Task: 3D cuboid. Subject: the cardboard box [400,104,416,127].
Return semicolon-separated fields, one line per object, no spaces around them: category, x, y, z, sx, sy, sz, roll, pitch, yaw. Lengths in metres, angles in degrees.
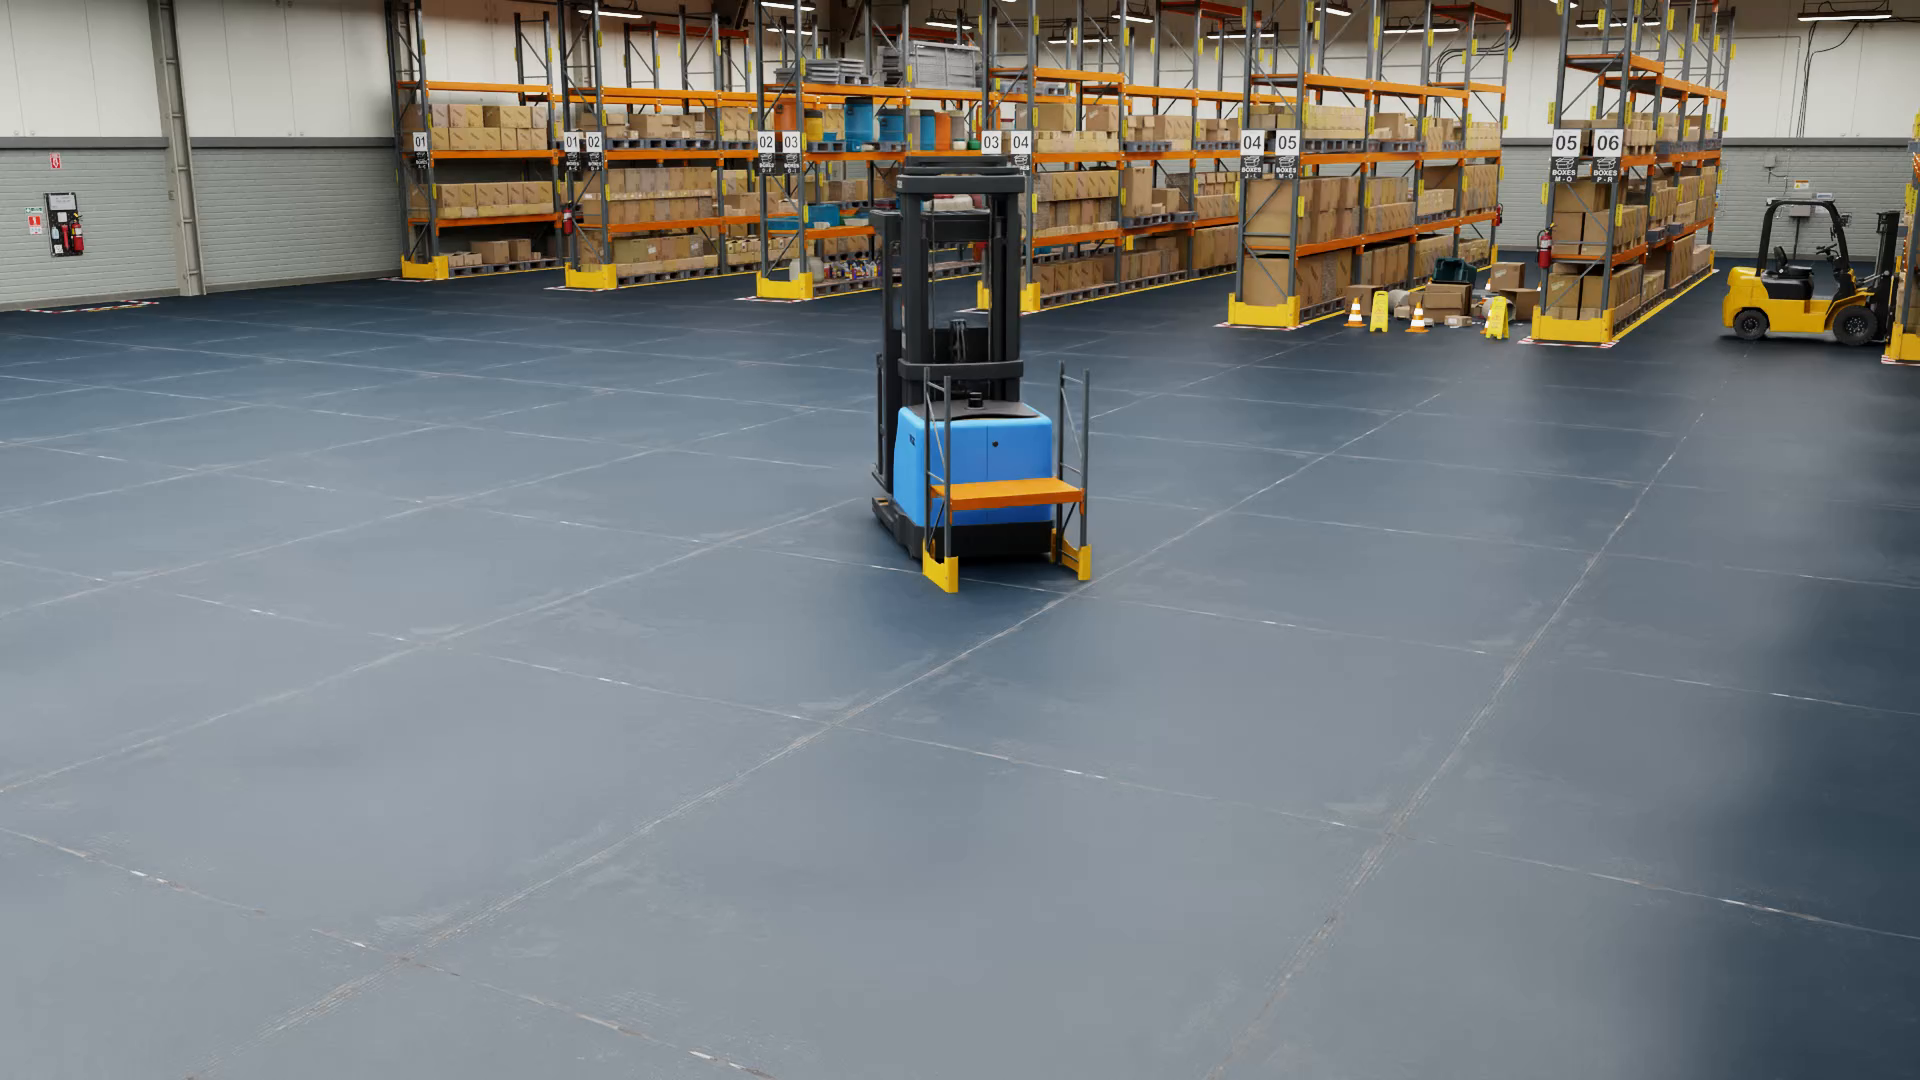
cardboard box;-12.168;-9.508;37.283;0.500;0.500;0.500;8;16;31

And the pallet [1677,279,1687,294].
pallet;14.441;-5.269;34.440;1.003;0.211;1.213;7;15;28

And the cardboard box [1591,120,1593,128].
cardboard box;9.706;-6.511;26.073;0.380;0.149;0.250;7;15;27

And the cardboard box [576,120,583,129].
cardboard box;-9.284;-10.275;41.745;0.500;0.500;0.500;7;15;26

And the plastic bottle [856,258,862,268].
plastic bottle;-2.169;-5.877;35.723;0.144;0.351;0.185;7;15;28

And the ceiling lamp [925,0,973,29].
ceiling lamp;-0.048;-14.565;41.793;0.800;3.185;2.000;7;15;28

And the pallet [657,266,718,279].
pallet;-6.297;-6.134;38.025;1.003;0.211;1.213;7;15;28

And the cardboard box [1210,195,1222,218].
cardboard box;5.693;-7.674;38.252;0.500;0.500;0.500;7;15;27

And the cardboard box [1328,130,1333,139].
cardboard box;6.210;-7.003;28.707;0.380;0.149;0.250;7;15;28

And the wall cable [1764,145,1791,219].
wall cable;21.223;-9.359;43.285;0.588;1.984;0.122;7;15;28

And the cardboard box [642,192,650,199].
cardboard box;-6.934;-7.459;35.975;0.380;0.149;0.250;7;15;26

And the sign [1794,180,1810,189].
sign;21.796;-9.205;43.055;0.339;0.242;0.001;7;15;28

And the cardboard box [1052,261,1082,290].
cardboard box;2.064;-5.181;32.562;0.500;0.500;0.500;6;15;23

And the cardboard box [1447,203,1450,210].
cardboard box;10.811;-7.508;37.415;0.380;0.149;0.250;7;15;28

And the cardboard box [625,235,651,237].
cardboard box;-7.097;-6.512;37.015;0.500;0.500;0.500;7;15;28

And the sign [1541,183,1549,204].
sign;9.059;-5.365;25.740;0.100;0.325;0.005;7;15;28

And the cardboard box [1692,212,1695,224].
cardboard box;15.340;-6.849;35.365;0.500;0.250;0.500;7;15;27

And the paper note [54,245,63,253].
paper note;-16.841;-5.439;31.072;0.016;0.148;0.142;7;15;28

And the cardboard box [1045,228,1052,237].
cardboard box;1.479;-5.712;30.862;0.380;0.149;0.250;7;15;28

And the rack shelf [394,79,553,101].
rack shelf;-11.181;-10.363;38.360;1.077;0.370;4.000;7;15;28

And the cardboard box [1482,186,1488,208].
cardboard box;12.406;-8.265;40.070;0.500;0.500;0.500;7;15;28

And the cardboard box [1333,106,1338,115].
cardboard box;6.332;-7.443;28.832;0.380;0.149;0.250;8;16;29

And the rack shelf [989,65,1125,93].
rack shelf;1.827;-8.679;31.376;1.077;0.370;4.000;7;15;28

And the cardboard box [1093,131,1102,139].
cardboard box;2.524;-7.839;32.218;0.380;0.149;0.250;7;15;26

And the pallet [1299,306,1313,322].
pallet;5.472;-3.938;28.919;1.003;0.211;1.213;7;15;28

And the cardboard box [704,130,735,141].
cardboard box;-5.570;-9.362;38.492;0.500;0.250;0.500;9;16;34

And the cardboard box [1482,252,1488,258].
cardboard box;12.781;-7.026;40.964;0.380;0.149;0.250;8;16;30

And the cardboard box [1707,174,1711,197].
cardboard box;16.532;-7.958;37.295;0.500;0.500;0.500;7;15;28

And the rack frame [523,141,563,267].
rack frame;-10.214;-8.208;40.680;1.000;3.000;0.127;7;15;28

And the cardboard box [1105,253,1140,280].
cardboard box;3.357;-5.742;34.847;0.700;0.500;0.500;7;15;28

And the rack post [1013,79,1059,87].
rack post;1.891;-11.437;41.436;0.937;0.300;0.954;7;15;27

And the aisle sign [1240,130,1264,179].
aisle sign;4.857;-6.404;27.651;0.394;0.787;0.004;7;15;28

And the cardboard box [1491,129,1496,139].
cardboard box;12.642;-9.804;40.152;0.500;0.250;0.500;7;15;27

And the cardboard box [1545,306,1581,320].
cardboard box;9.702;-3.650;26.743;0.500;0.250;0.500;7;15;28

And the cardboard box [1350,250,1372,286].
cardboard box;7.309;-5.190;32.064;1.050;0.750;0.750;7;15;28

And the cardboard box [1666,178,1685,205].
cardboard box;14.087;-6.933;33.046;0.500;0.500;0.500;7;15;28

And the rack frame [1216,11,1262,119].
rack frame;6.662;-11.082;39.801;1.000;3.000;0.127;7;15;28

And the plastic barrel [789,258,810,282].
plastic barrel;-3.224;-5.403;33.458;0.421;0.512;0.421;0;14;0

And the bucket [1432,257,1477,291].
bucket;9.040;-4.800;30.286;0.620;0.611;0.726;1;9;-42

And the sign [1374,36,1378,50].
sign;8.541;-10.231;34.108;0.100;0.325;0.005;7;15;28

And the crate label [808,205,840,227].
crate label;-2.822;-6.690;34.309;0.502;0.435;0.616;7;15;28

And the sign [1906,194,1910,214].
sign;15.337;-5.424;26.830;0.100;0.325;0.005;7;15;28

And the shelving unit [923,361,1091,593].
shelving unit;0.331;-0.466;11.766;1.083;1.500;0.587;-5;14;-18

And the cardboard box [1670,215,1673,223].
cardboard box;13.302;-6.090;31.536;0.380;0.149;0.250;7;15;28

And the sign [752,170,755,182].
sign;-5.867;-10.314;47.115;0.100;0.325;0.005;7;15;28

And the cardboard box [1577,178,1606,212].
cardboard box;9.843;-5.493;26.436;0.700;0.500;0.500;8;15;29

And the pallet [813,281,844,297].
pallet;-3.082;-5.096;33.722;1.003;0.211;1.213;7;15;28

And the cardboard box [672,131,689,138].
cardboard box;-6.220;-8.977;36.812;0.380;0.149;0.250;7;15;28

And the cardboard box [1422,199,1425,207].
cardboard box;9.686;-7.176;35.406;0.380;0.149;0.250;7;15;26

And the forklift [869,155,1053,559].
forklift;-0.115;-1.583;13.347;1.130;2.935;3.031;-3;14;-12

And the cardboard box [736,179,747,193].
cardboard box;-6.349;-9.929;46.928;0.500;0.500;0.500;7;15;27

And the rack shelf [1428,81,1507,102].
rack shelf;11.921;-10.559;39.171;1.077;0.370;4.000;7;15;28
